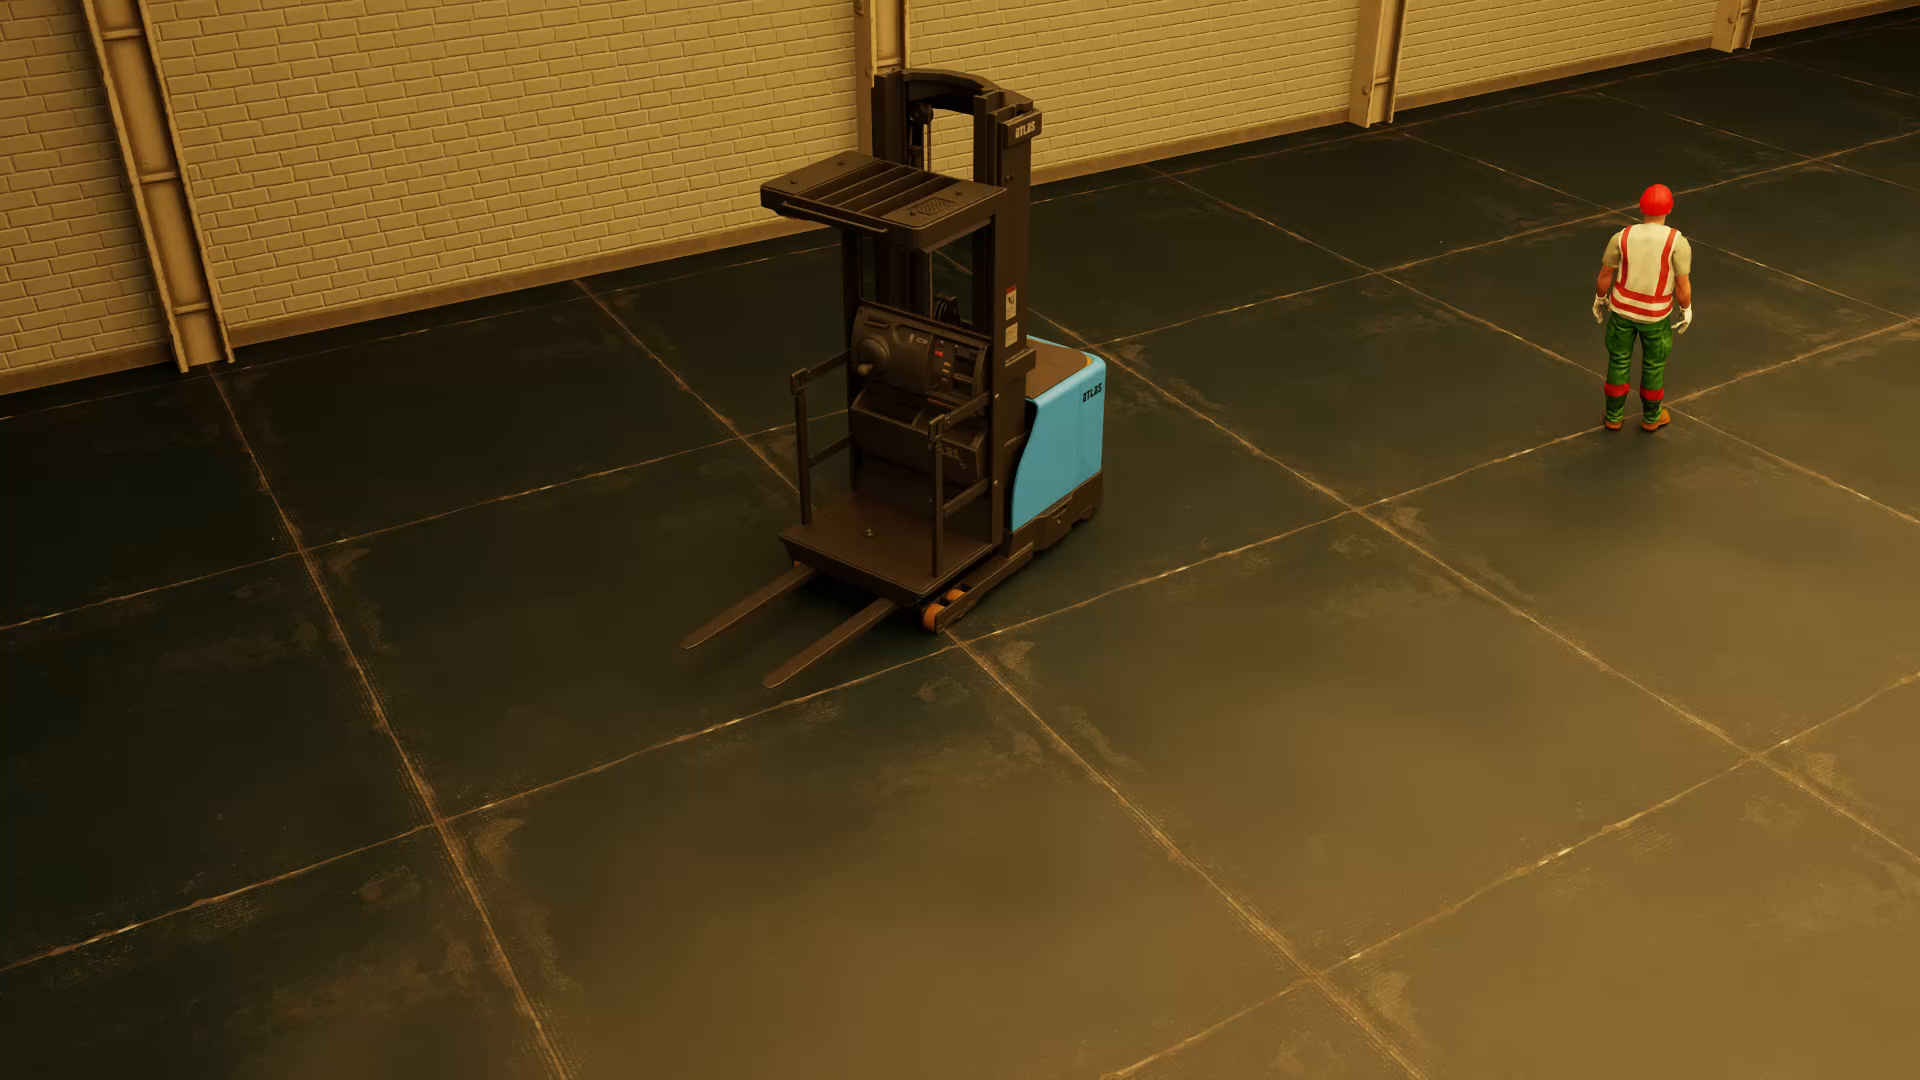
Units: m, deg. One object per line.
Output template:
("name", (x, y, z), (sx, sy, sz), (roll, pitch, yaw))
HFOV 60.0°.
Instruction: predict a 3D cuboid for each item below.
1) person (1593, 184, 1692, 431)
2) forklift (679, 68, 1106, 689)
("person", (4.699, -1.603, 11.420), (0.637, 1.787, 0.564), (18, 36, 28))
("forklift", (-0.365, -1.007, 9.329), (1.130, 2.935, 3.031), (21, 37, 31))
